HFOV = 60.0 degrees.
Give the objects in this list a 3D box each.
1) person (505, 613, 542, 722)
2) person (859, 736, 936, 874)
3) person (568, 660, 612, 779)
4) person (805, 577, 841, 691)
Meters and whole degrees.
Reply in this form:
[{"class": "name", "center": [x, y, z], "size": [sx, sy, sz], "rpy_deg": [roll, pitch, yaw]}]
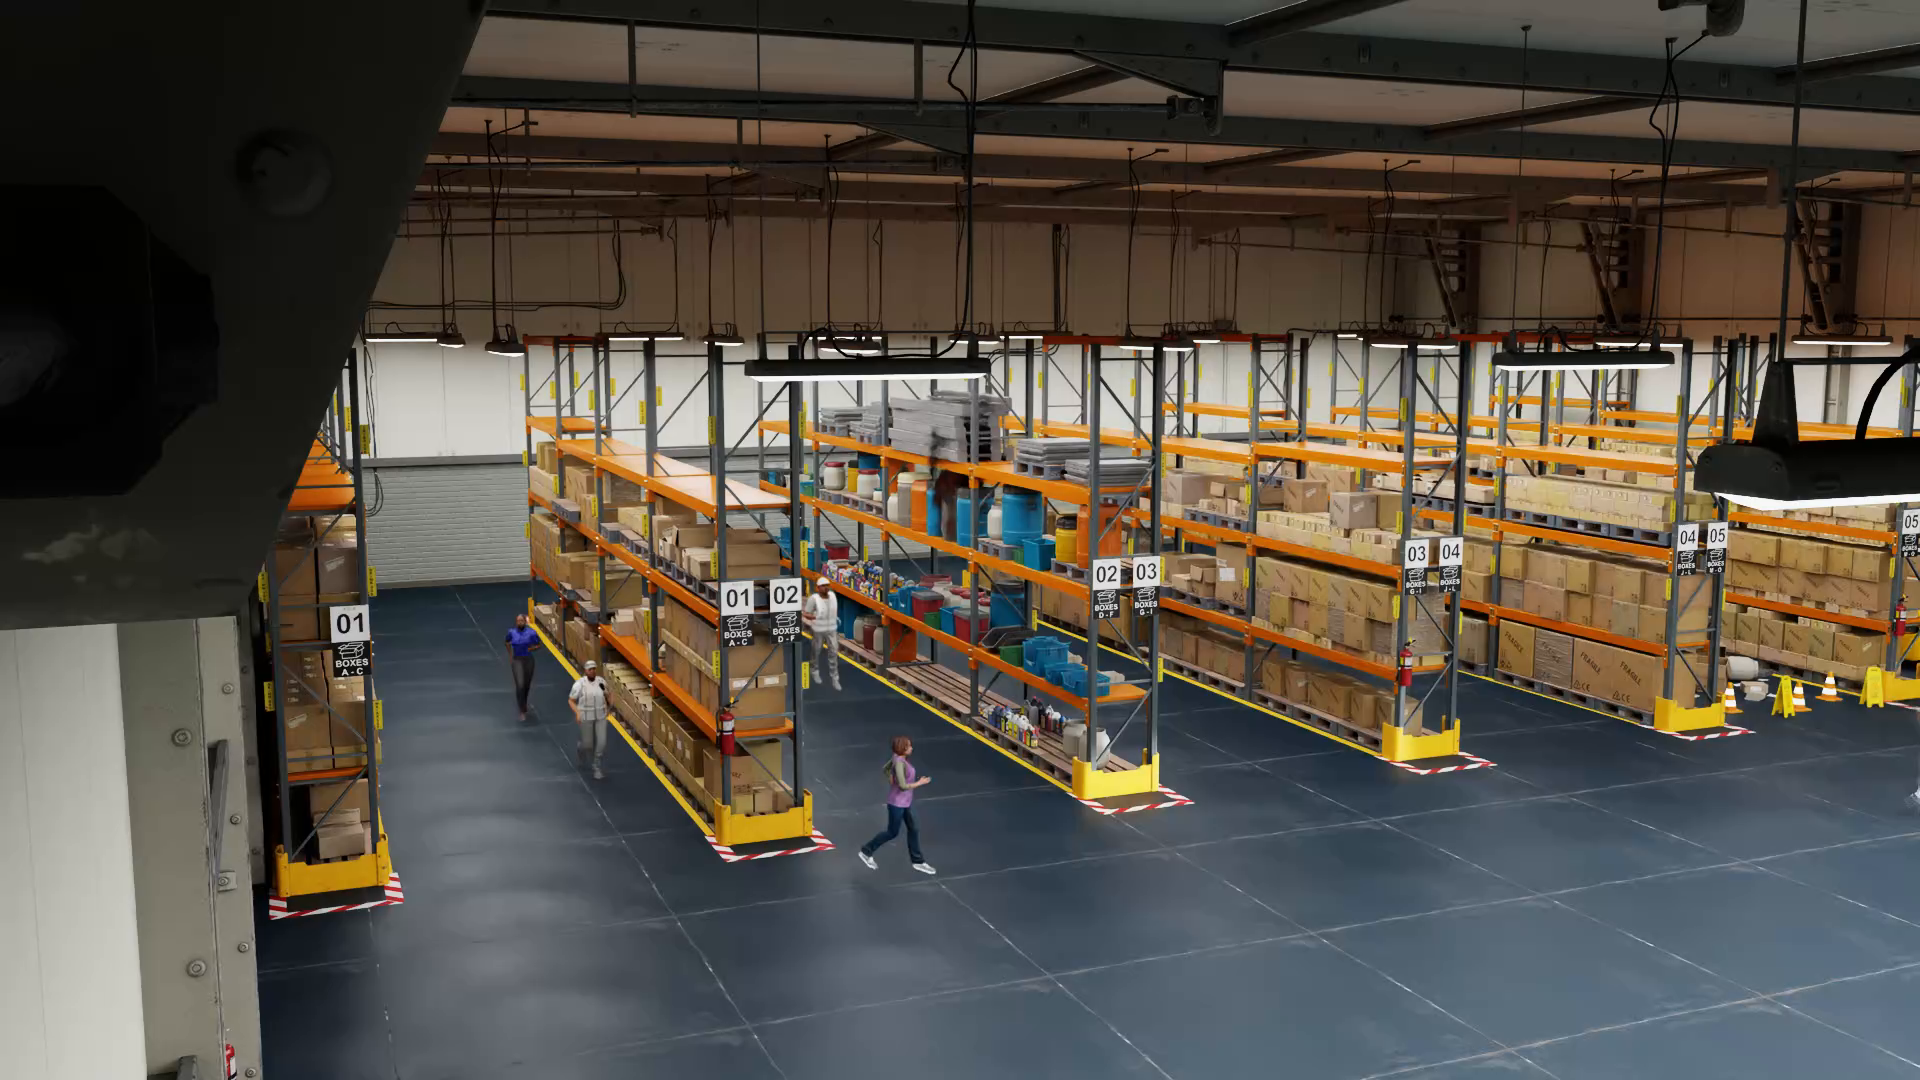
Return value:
[{"class": "person", "center": [-6.941, 2.010, 26.505], "size": [0.555, 1.697, 0.797], "rpy_deg": [-3, 8, -20]}, {"class": "person", "center": [-0.715, 3.009, 18.917], "size": [0.887, 1.595, 0.533], "rpy_deg": [1, 8, 6]}, {"class": "person", "center": [-5.124, 2.475, 23.140], "size": [0.616, 1.617, 0.612], "rpy_deg": [-4, 9, -27]}, {"class": "person", "center": [-2.234, 1.512, 27.315], "size": [0.672, 1.829, 0.863], "rpy_deg": [-4, 8, -26]}]
